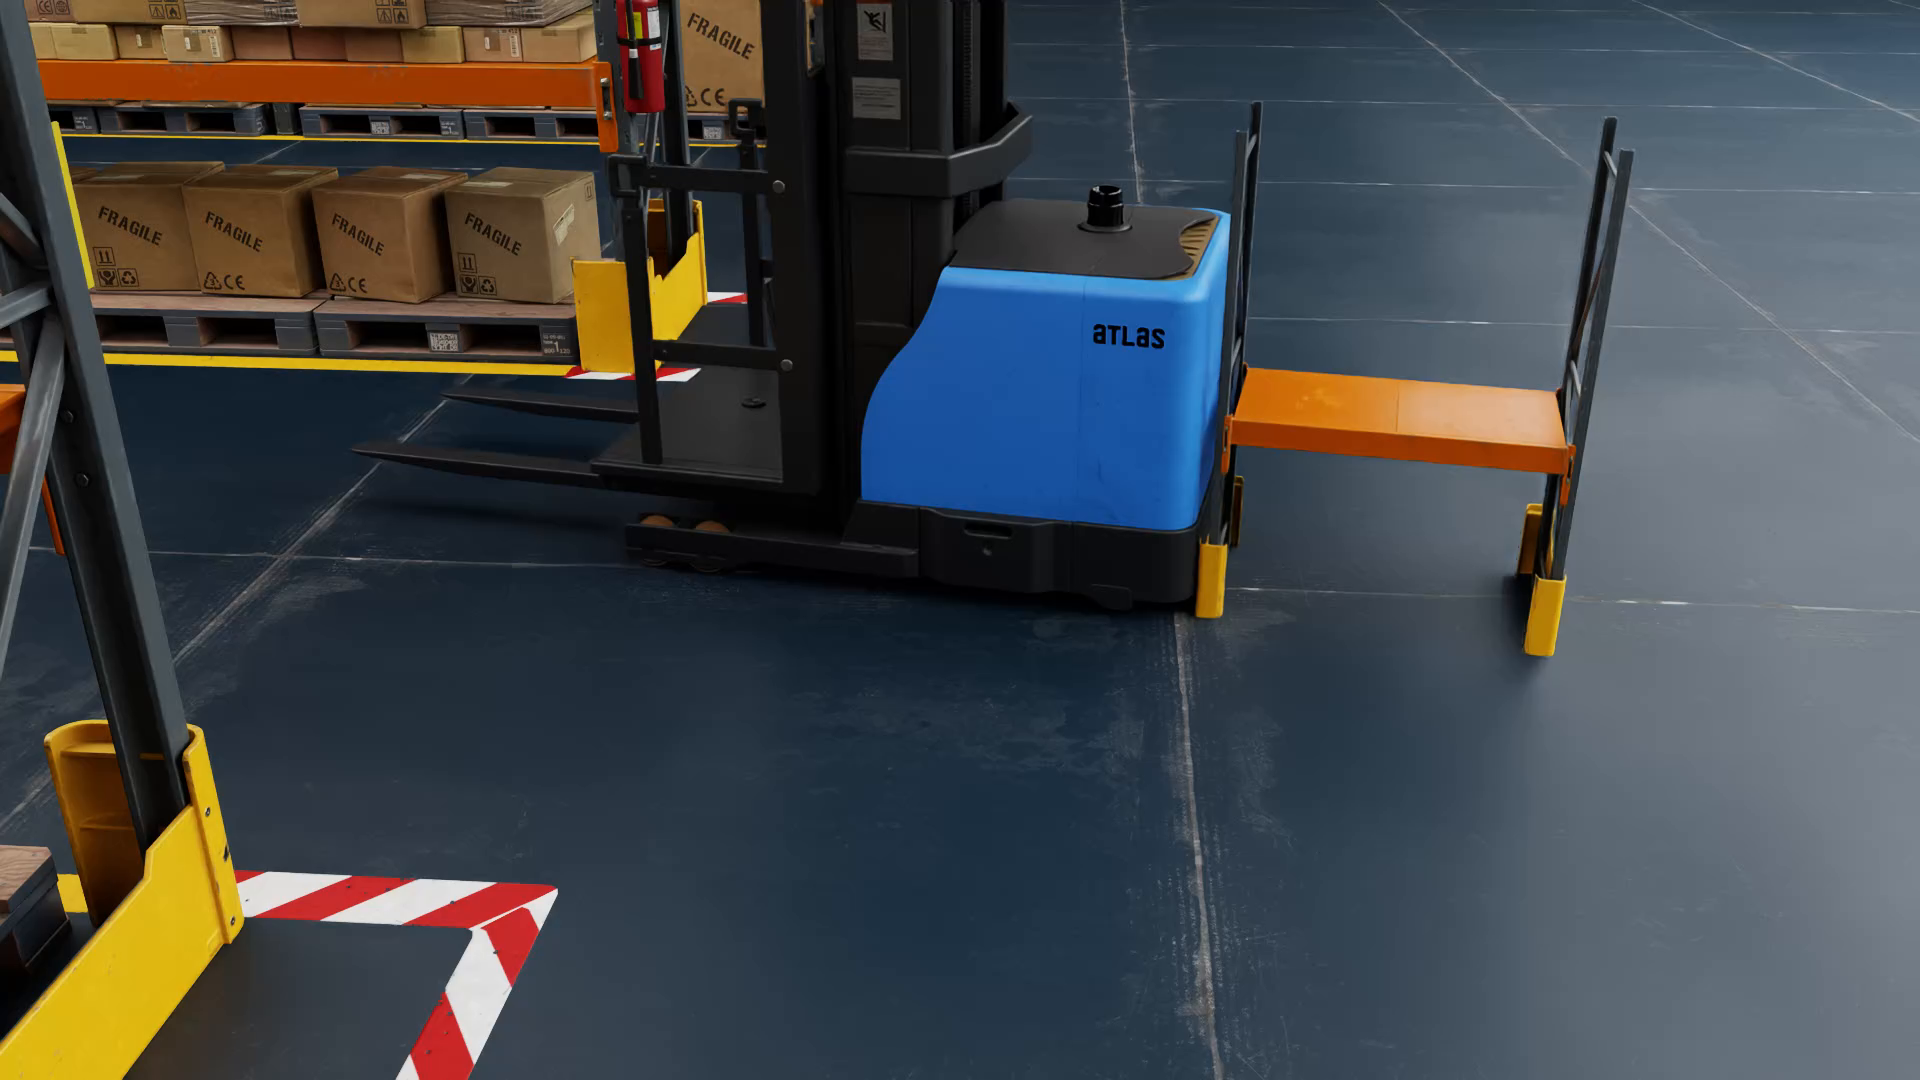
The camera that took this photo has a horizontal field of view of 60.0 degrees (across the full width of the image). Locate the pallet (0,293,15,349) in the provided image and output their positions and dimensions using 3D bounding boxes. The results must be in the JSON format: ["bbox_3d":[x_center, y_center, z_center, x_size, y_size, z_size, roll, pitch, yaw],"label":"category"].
[{"bbox_3d":[-4.718,-1.198,8.101,1.213,0.211,1.003,2,25,4],"label":"pallet"}]

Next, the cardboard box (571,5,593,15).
[{"bbox_3d":[-1.668,-2.338,7.543,0.250,0.149,0.380,2,25,4],"label":"cardboard box"}]

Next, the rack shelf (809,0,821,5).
[{"bbox_3d":[-2.916,-4.145,12.030,4.000,0.370,1.077,2,25,4],"label":"rack shelf"}]

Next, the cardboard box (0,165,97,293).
[{"bbox_3d":[-4.423,-1.482,7.871,0.500,0.500,0.500,10,27,21],"label":"cardboard box"}]

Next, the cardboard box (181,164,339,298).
[{"bbox_3d":[-3.245,-1.459,7.820,0.500,0.500,0.500,4,25,9],"label":"cardboard box"}]

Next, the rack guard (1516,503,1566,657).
[{"bbox_3d":[1.813,0.116,5.199,0.087,0.250,0.587,6,25,13],"label":"rack guard"}]

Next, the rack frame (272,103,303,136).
[{"bbox_3d":[-4.910,-4.536,12.019,0.127,3.000,1.000,2,25,4],"label":"rack frame"}]

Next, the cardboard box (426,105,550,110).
[{"bbox_3d":[-3.389,-3.685,12.209,0.875,0.875,0.875,2,25,4],"label":"cardboard box"}]

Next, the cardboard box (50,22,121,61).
[{"bbox_3d":[-3.702,-2.183,7.206,0.250,0.149,0.380,2,25,4],"label":"cardboard box"}]

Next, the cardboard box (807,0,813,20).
[{"bbox_3d":[-1.494,-5.330,16.532,0.500,0.250,0.500,2,25,4],"label":"cardboard box"}]

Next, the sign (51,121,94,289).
[{"bbox_3d":[-1.735,-0.634,3.209,0.005,0.325,0.100,2,25,4],"label":"sign"}]

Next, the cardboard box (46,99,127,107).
[{"bbox_3d":[-6.497,-3.719,12.433,0.750,0.750,1.050,2,25,4],"label":"cardboard box"}]

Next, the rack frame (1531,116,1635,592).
[{"bbox_3d":[1.831,-0.450,4.933,0.032,1.500,0.500,6,25,13],"label":"rack frame"}]

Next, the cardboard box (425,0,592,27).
[{"bbox_3d":[-1.948,-2.553,7.235,0.500,0.500,0.875,2,25,4],"label":"cardboard box"}]

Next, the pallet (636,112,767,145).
[{"bbox_3d":[-1.725,-3.134,12.308,1.213,0.211,1.003,2,25,4],"label":"pallet"}]

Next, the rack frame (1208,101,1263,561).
[{"bbox_3d":[0.846,-0.555,5.162,0.032,1.500,0.500,6,25,13],"label":"rack frame"}]

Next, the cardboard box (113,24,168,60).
[{"bbox_3d":[-3.450,-2.194,7.230,0.250,0.149,0.380,2,25,4],"label":"cardboard box"}]

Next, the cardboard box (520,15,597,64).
[{"bbox_3d":[-1.702,-2.153,7.140,0.250,0.149,0.380,2,25,4],"label":"cardboard box"}]

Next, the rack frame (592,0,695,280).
[{"bbox_3d":[-1.402,-2.344,7.255,0.127,3.000,1.000,2,25,4],"label":"rack frame"}]

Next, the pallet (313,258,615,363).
[{"bbox_3d":[-2.285,-1.120,7.932,1.213,0.211,1.003,2,25,4],"label":"pallet"}]

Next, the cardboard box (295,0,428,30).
[{"bbox_3d":[-2.456,-2.519,7.161,0.500,0.500,0.875,2,25,4],"label":"cardboard box"}]

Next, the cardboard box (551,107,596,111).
[{"bbox_3d":[-2.480,-3.655,12.144,0.875,0.875,0.875,1,25,3],"label":"cardboard box"}]

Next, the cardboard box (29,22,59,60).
[{"bbox_3d":[-3.951,-2.196,7.234,0.250,0.149,0.380,2,25,4],"label":"cardboard box"}]

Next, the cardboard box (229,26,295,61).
[{"bbox_3d":[-2.950,-2.186,7.212,0.250,0.149,0.380,2,25,4],"label":"cardboard box"}]

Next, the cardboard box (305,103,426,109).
[{"bbox_3d":[-4.288,-3.712,12.268,0.875,0.875,0.875,2,25,5],"label":"cardboard box"}]

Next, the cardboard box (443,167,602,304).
[{"bbox_3d":[-2.023,-1.426,7.748,0.500,0.500,0.500,6,25,14],"label":"cardboard box"}]

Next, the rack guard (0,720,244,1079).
[{"bbox_3d":[-1.861,0.873,3.254,0.348,0.500,1.175,2,25,4],"label":"rack guard"}]

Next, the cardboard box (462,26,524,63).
[{"bbox_3d":[-1.951,-2.161,7.158,0.250,0.149,0.380,2,25,4],"label":"cardboard box"}]

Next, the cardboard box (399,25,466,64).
[{"bbox_3d":[-2.204,-2.147,7.129,0.250,0.149,0.380,2,25,4],"label":"cardboard box"}]

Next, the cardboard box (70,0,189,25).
[{"bbox_3d":[-3.449,-2.574,7.280,0.500,0.500,0.875,2,25,4],"label":"cardboard box"}]

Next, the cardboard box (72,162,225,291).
[{"bbox_3d":[-3.798,-1.495,7.899,0.500,0.500,0.500,0,25,-1],"label":"cardboard box"}]

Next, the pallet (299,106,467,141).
[{"bbox_3d":[-4.158,-3.212,12.478,1.213,0.211,1.003,2,25,4],"label":"pallet"}]

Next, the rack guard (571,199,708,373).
[{"bbox_3d":[-1.478,-1.211,7.783,0.348,0.500,1.175,2,25,4],"label":"rack guard"}]

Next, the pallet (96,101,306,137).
[{"bbox_3d":[-5.685,-3.262,12.587,1.213,0.211,1.003,2,25,4],"label":"pallet"}]

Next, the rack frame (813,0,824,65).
[{"bbox_3d":[-0.922,-4.408,11.741,0.127,3.000,1.000,2,25,4],"label":"rack frame"}]

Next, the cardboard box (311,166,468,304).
[{"bbox_3d":[-2.622,-1.431,7.759,0.500,0.500,0.500,8,26,18],"label":"cardboard box"}]

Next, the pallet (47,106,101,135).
[{"bbox_3d":[-6.905,-3.300,12.669,1.213,0.211,1.003,2,25,4],"label":"pallet"}]

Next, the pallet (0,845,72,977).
[{"bbox_3d":[-2.670,0.976,3.376,1.213,0.211,1.003,2,25,4],"label":"pallet"}]

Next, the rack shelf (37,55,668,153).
[{"bbox_3d":[-3.396,-2.081,7.544,4.000,0.370,1.077,2,25,4],"label":"rack shelf"}]

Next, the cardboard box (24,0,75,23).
[{"bbox_3d":[-3.944,-2.607,7.353,0.500,0.500,0.875,2,25,4],"label":"cardboard box"}]

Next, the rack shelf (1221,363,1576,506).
[{"bbox_3d":[1.339,-0.339,5.123,1.000,0.185,0.538,6,25,13],"label":"rack shelf"}]

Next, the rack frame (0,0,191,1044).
[{"bbox_3d":[-1.781,-0.279,2.769,0.127,3.000,1.000,2,25,4],"label":"rack frame"}]

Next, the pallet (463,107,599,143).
[{"bbox_3d":[-2.938,-3.174,12.395,1.213,0.211,1.003,2,25,4],"label":"pallet"}]

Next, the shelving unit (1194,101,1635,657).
[{"bbox_3d":[1.330,-0.503,5.050,1.083,1.500,0.587,6,25,13],"label":"shelving unit"}]

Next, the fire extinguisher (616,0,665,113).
[{"bbox_3d":[-1.323,-2.113,6.846,0.183,0.674,0.296,2,25,4],"label":"fire extinguisher"}]

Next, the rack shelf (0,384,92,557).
[{"bbox_3d":[-3.775,-0.017,3.058,4.000,0.370,1.077,2,25,4],"label":"rack shelf"}]

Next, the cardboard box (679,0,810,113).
[{"bbox_3d":[-1.603,-3.627,12.084,0.875,0.875,0.875,2,25,4],"label":"cardboard box"}]

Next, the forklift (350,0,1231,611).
[{"bbox_3d":[-0.625,-1.429,5.350,3.031,2.935,1.130,6,25,13],"label":"forklift"}]

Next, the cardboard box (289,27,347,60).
[{"bbox_3d":[-2.699,-2.187,7.215,0.250,0.149,0.380,2,25,4],"label":"cardboard box"}]

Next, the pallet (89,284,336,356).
[{"bbox_3d":[-3.498,-1.160,8.019,1.213,0.211,1.003,2,25,4],"label":"pallet"}]

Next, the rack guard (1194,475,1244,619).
[{"bbox_3d":[0.848,0.013,5.423,0.087,0.250,0.587,6,25,13],"label":"rack guard"}]

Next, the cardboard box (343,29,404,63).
[{"bbox_3d":[-2.452,-2.162,7.160,0.250,0.149,0.380,2,25,4],"label":"cardboard box"}]

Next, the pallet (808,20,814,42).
[{"bbox_3d":[-1.526,-5.250,16.908,1.213,0.211,1.003,2,25,4],"label":"pallet"}]

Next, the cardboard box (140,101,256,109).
[{"bbox_3d":[-5.536,-3.687,12.363,0.750,0.750,1.050,2,25,4],"label":"cardboard box"}]

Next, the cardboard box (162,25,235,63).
[{"bbox_3d":[-3.206,-2.157,7.149,0.250,0.149,0.380,2,25,4],"label":"cardboard box"}]

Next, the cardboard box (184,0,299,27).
[{"bbox_3d":[-2.951,-2.553,7.235,0.500,0.500,0.875,2,25,4],"label":"cardboard box"}]
